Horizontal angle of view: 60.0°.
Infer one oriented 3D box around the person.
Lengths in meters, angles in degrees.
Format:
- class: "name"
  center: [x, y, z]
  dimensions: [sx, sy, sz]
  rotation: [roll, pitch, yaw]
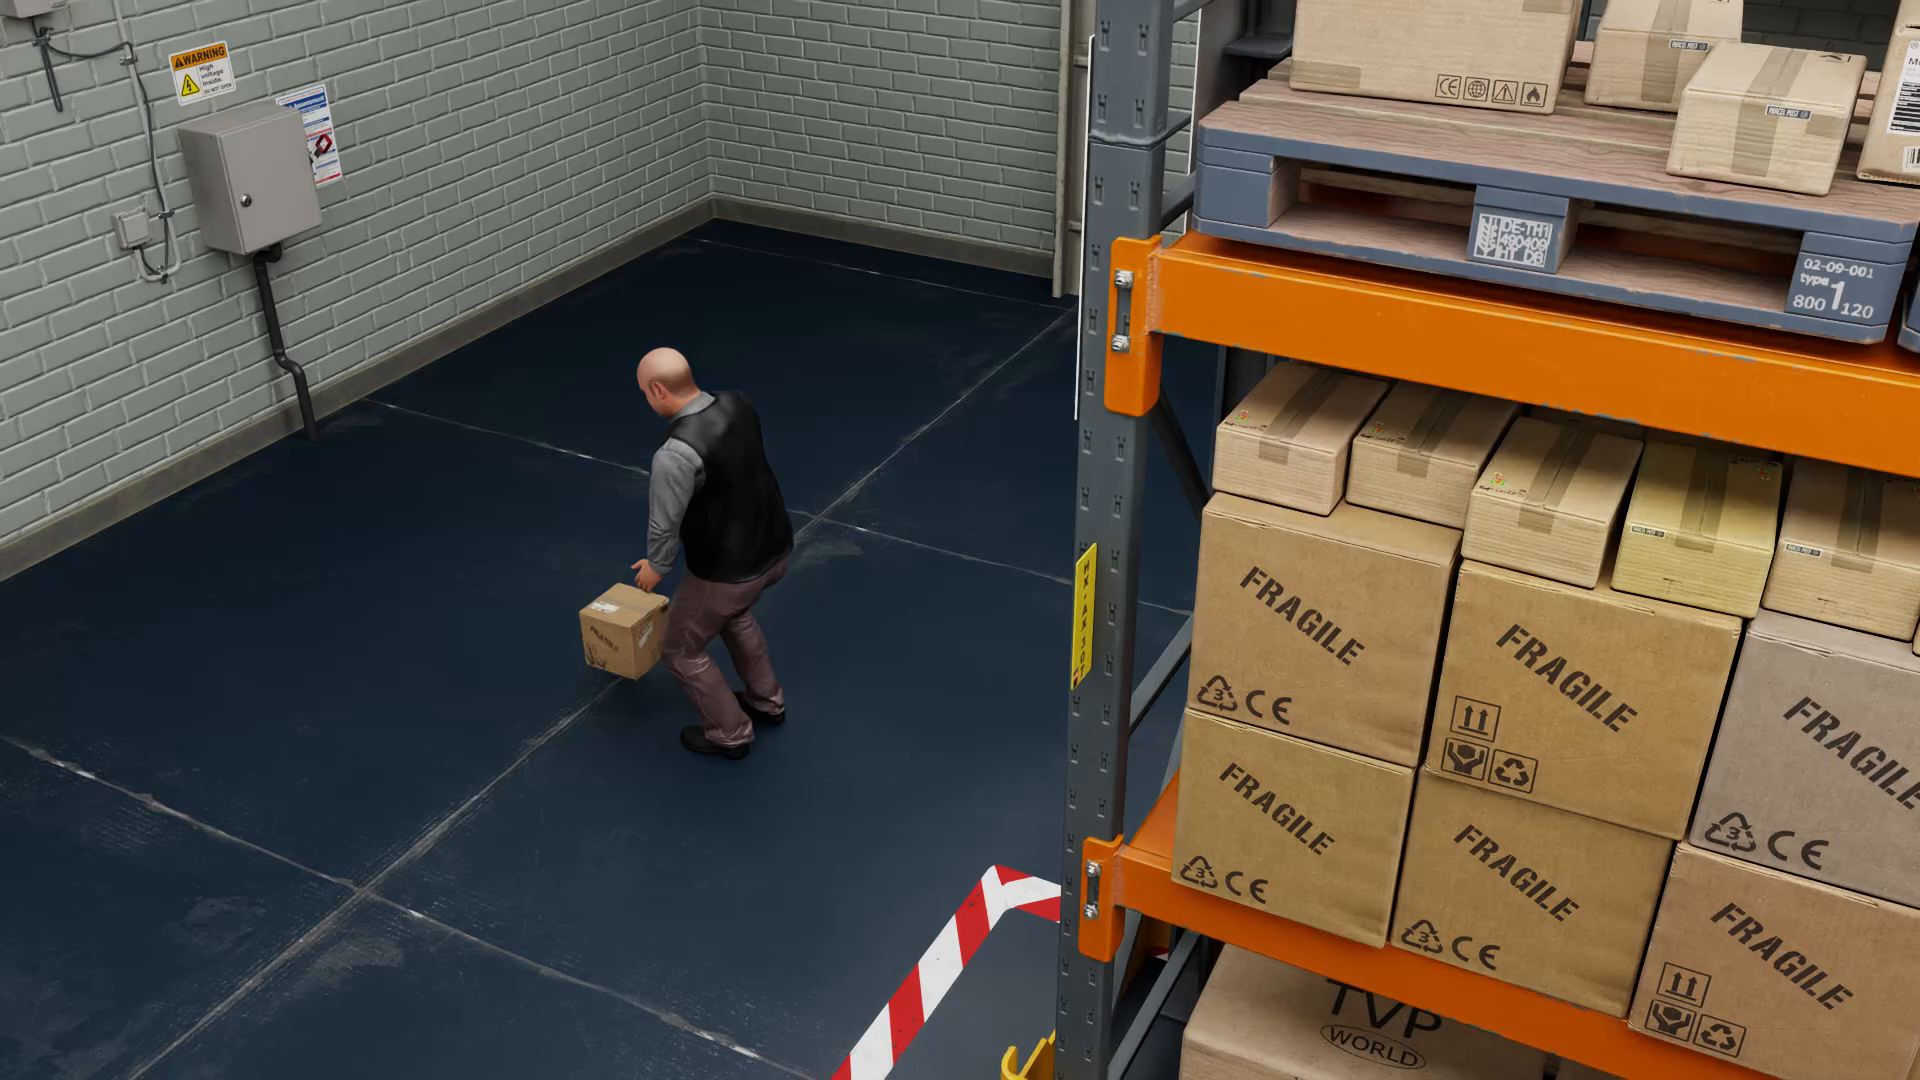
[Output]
- class: "person"
  center: [-0.914, 0.067, 6.152]
  dimensions: [0.483, 1.617, 0.574]
  rotation: [15, 33, 24]
